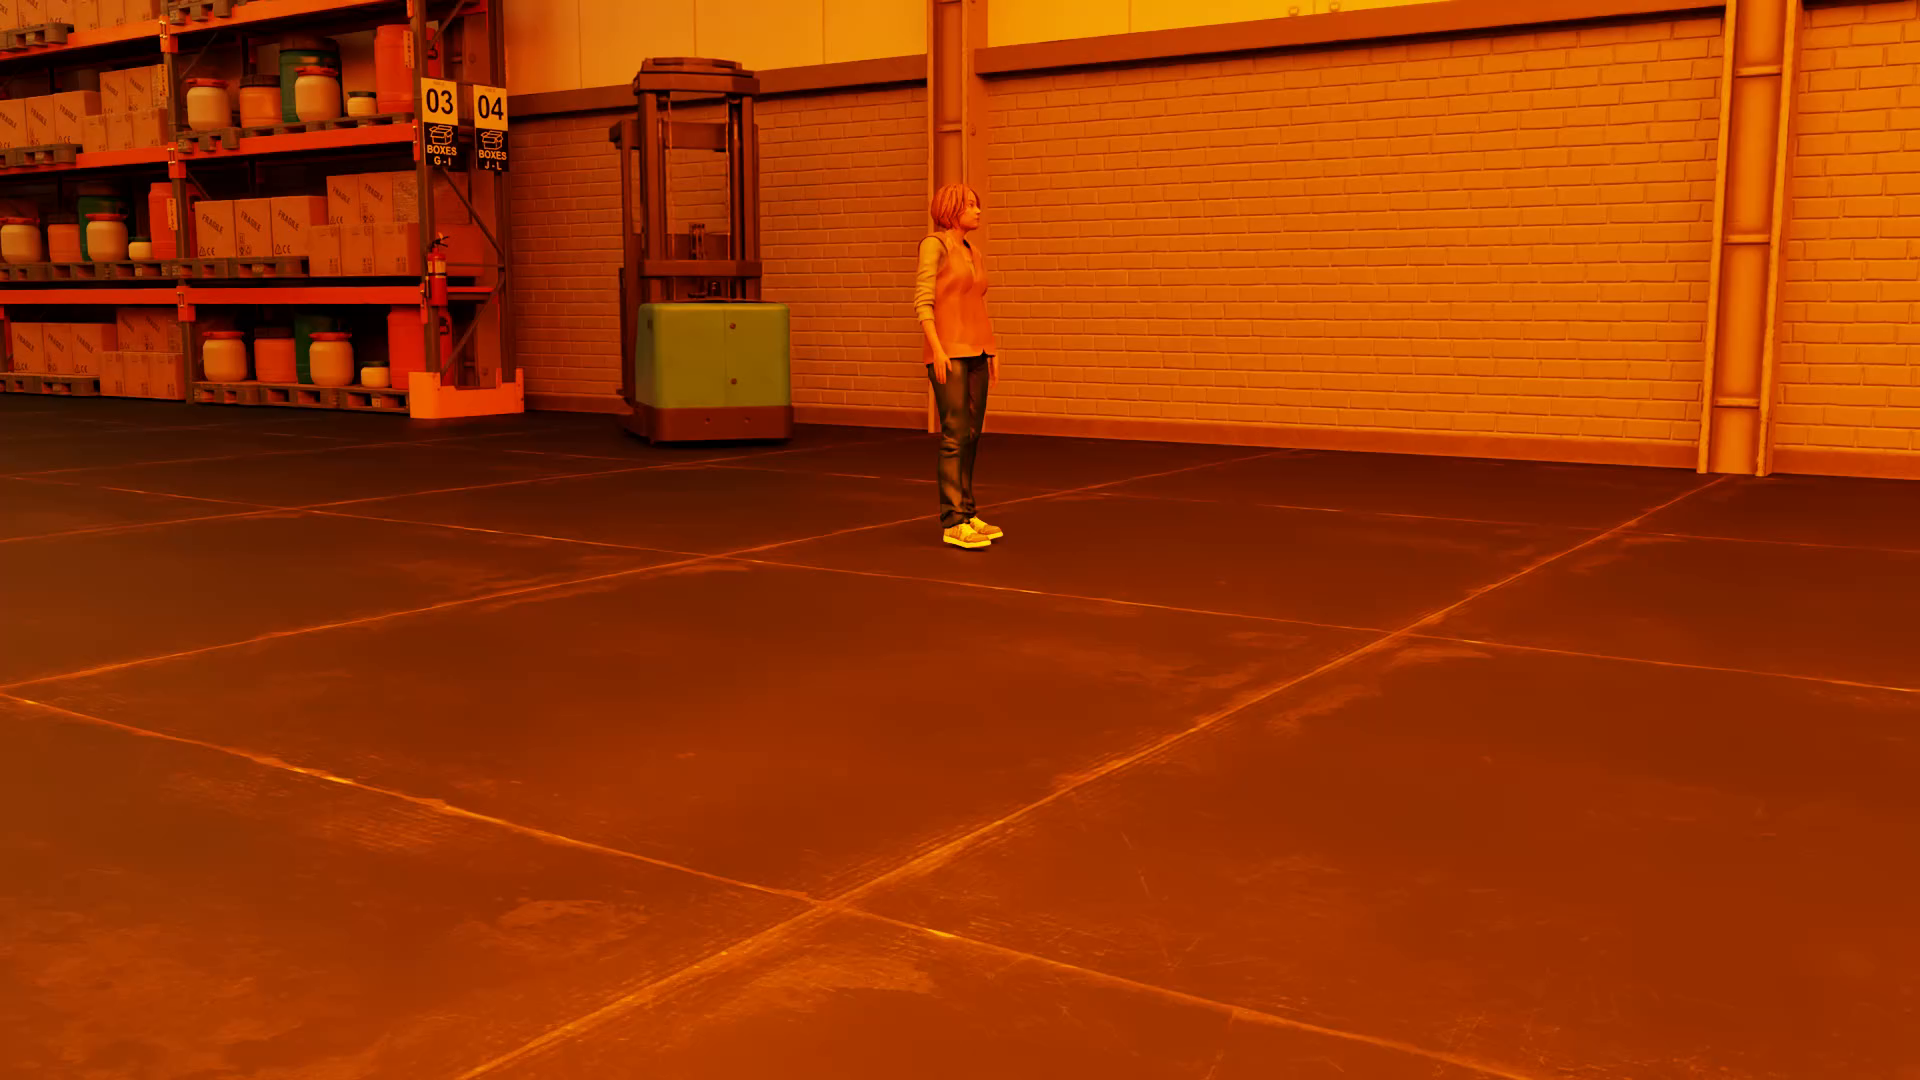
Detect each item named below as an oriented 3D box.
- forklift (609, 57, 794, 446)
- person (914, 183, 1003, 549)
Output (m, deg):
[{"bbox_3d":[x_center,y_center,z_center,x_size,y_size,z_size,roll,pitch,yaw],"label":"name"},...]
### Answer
[{"bbox_3d":[-2.224,-2.325,13.546,1.130,2.935,3.031,-3,9,-19],"label":"forklift"},{"bbox_3d":[0.053,-0.791,7.438,0.476,1.597,0.520,5,10,34],"label":"person"}]
